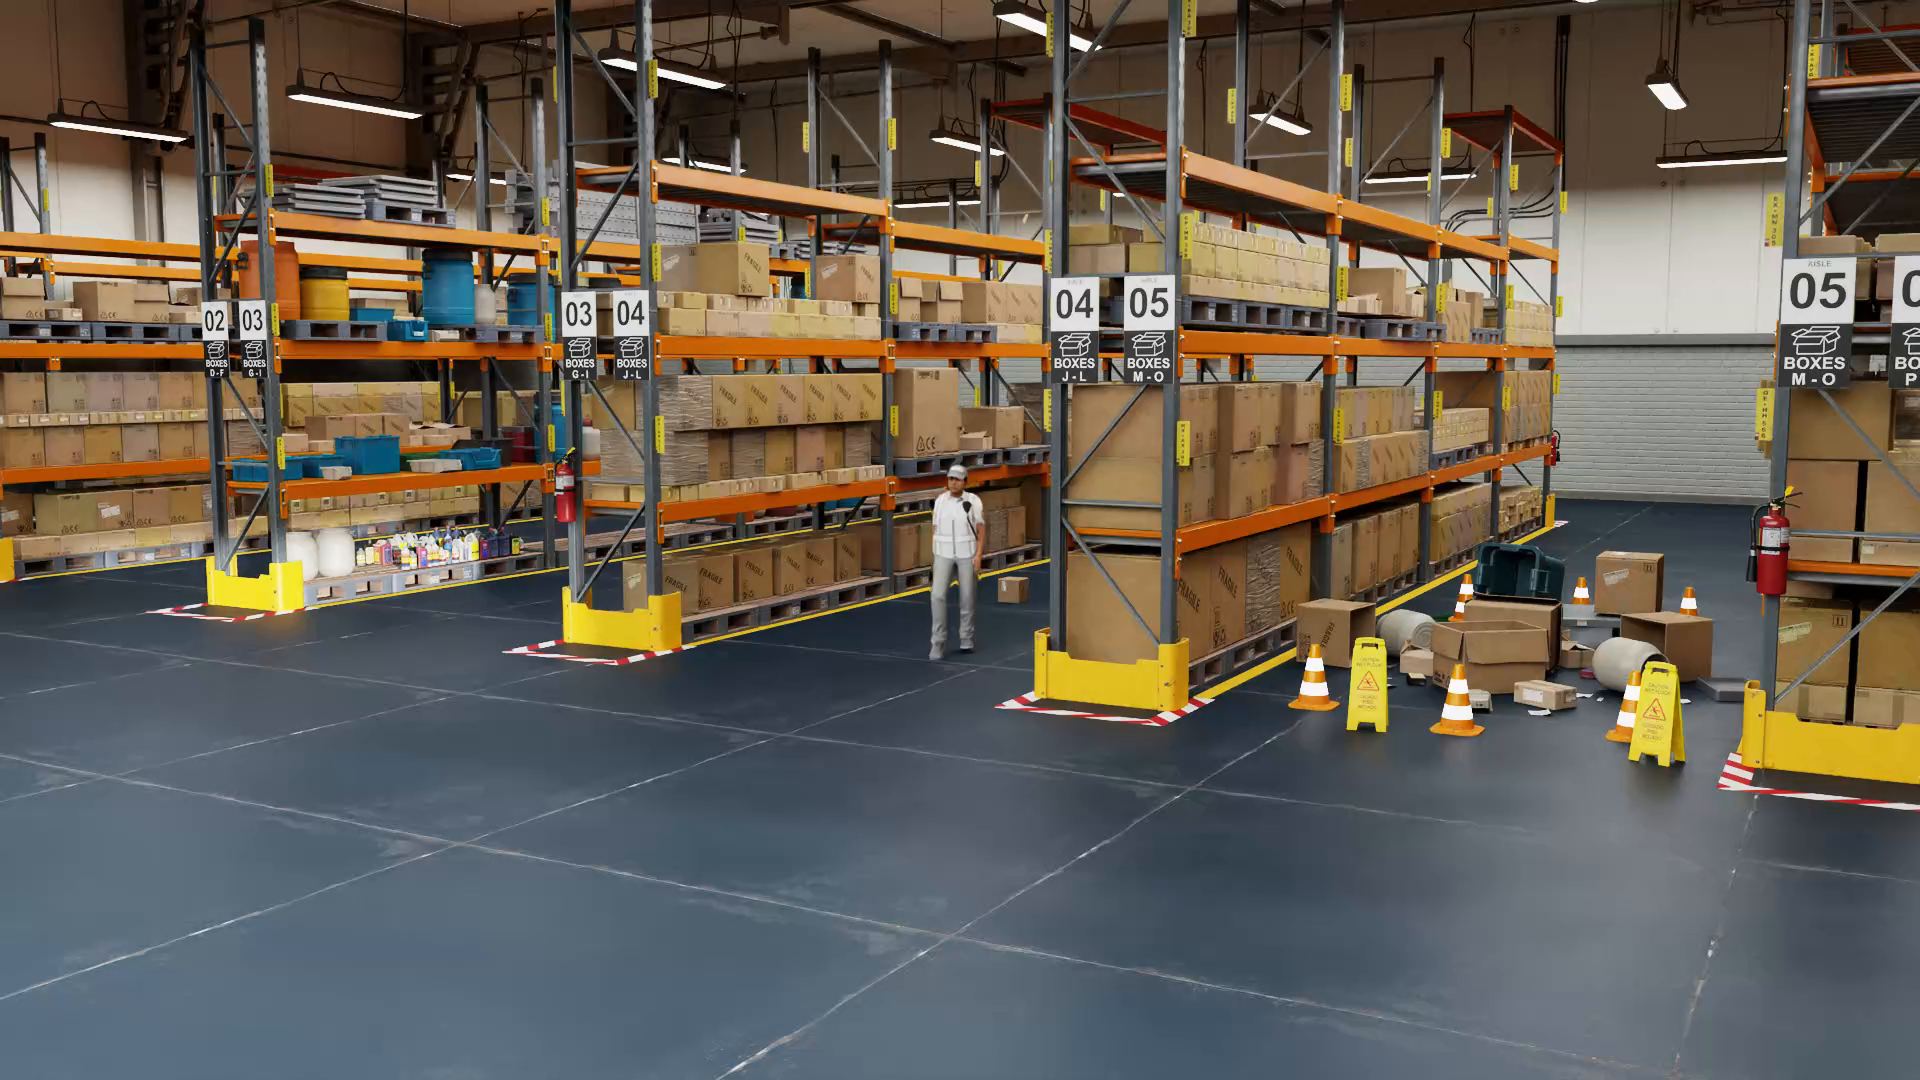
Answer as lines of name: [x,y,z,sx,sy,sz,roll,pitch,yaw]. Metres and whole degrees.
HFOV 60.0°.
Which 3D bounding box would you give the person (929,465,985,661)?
person: [-0.023,0.198,14.620,0.486,1.710,0.683,1,6,7]
